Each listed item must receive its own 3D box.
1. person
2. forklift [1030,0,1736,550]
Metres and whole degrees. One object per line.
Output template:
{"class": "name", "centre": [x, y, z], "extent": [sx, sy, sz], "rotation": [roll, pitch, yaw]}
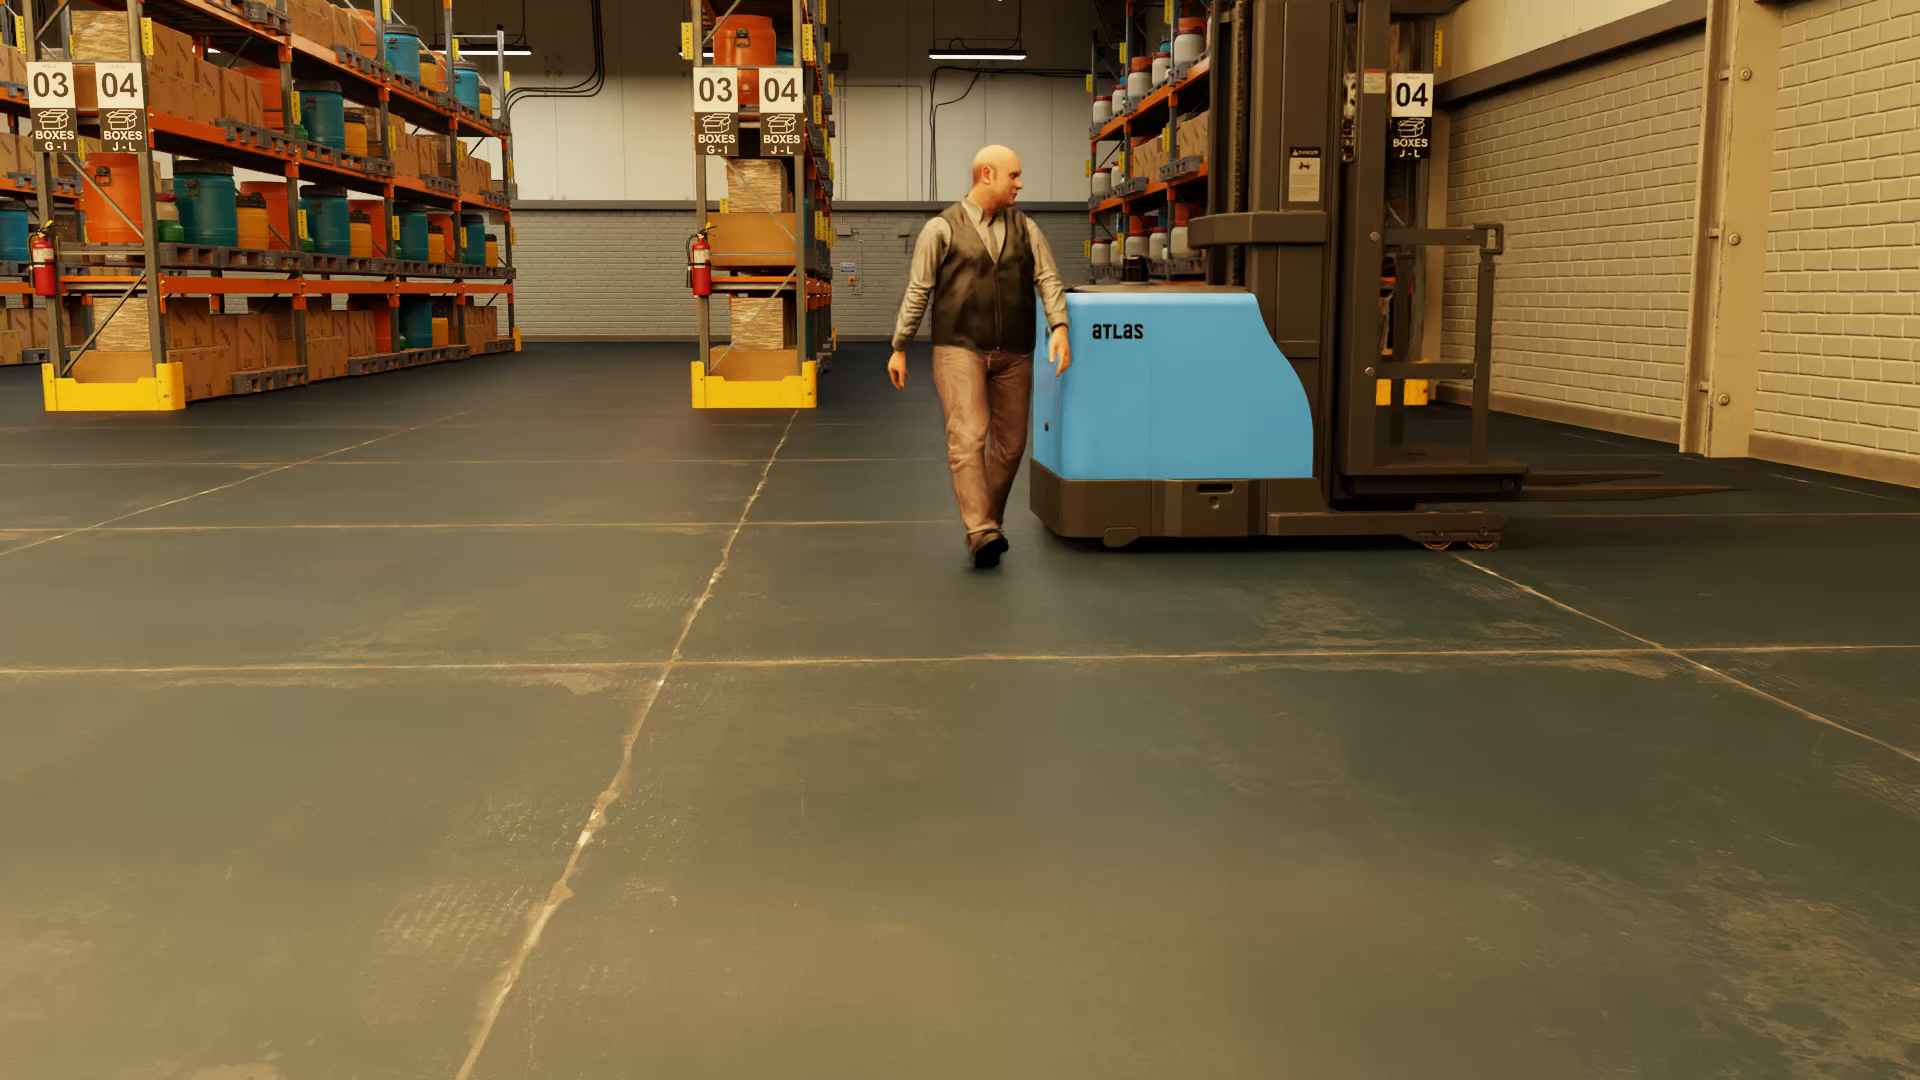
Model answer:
{"class": "person", "centre": [0.088, -0.741, 6.701], "extent": [0.676, 1.676, 0.892], "rotation": [-3, 9, -22]}
{"class": "forklift", "centre": [1.875, -1.483, 7.317], "extent": [3.031, 2.935, 1.130], "rotation": [-1, 8, -5]}
